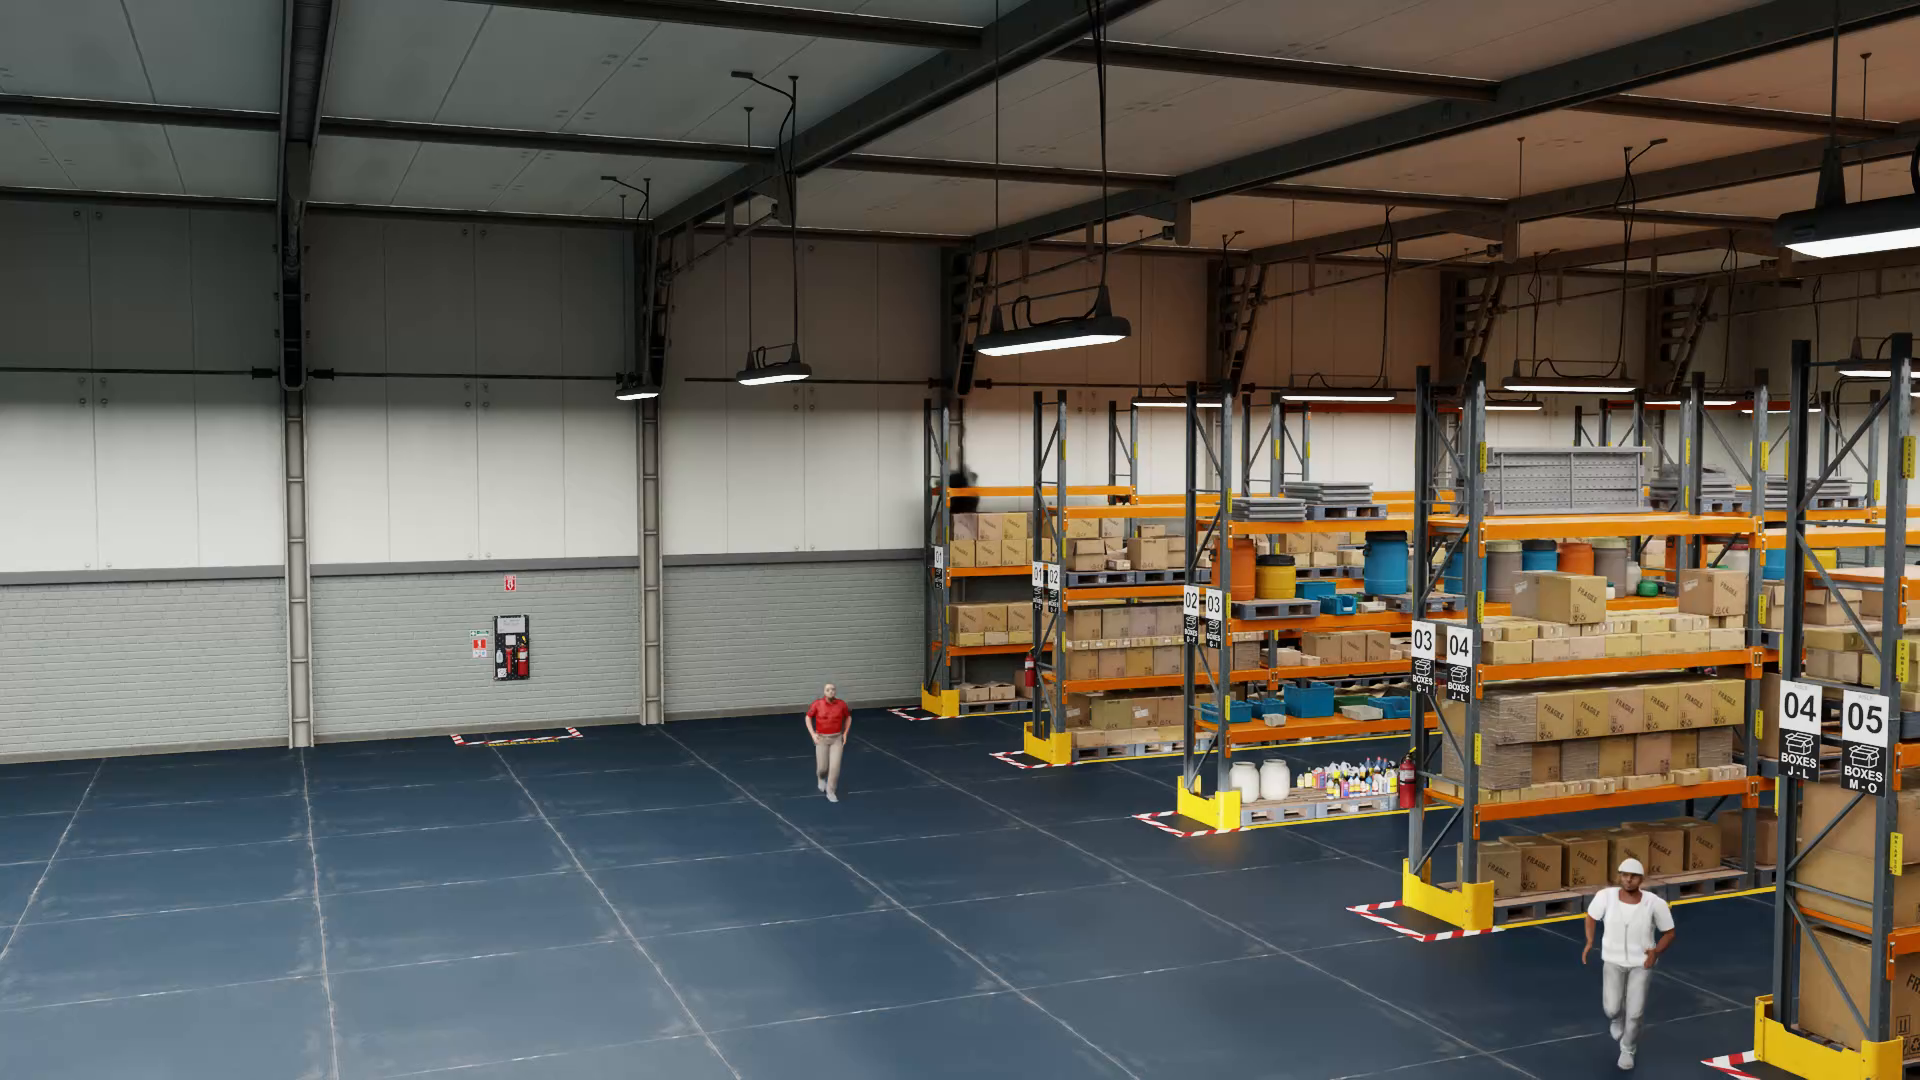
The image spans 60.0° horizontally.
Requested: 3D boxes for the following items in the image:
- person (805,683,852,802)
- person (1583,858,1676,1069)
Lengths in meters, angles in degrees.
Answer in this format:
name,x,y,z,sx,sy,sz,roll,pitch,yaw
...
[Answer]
name,x,y,z,sx,sy,sz,roll,pitch,yaw
person,-1.900,2.908,24.118,0.675,1.699,0.645,-1,3,-9
person,5.556,3.497,13.824,0.715,1.725,0.584,2,4,28
